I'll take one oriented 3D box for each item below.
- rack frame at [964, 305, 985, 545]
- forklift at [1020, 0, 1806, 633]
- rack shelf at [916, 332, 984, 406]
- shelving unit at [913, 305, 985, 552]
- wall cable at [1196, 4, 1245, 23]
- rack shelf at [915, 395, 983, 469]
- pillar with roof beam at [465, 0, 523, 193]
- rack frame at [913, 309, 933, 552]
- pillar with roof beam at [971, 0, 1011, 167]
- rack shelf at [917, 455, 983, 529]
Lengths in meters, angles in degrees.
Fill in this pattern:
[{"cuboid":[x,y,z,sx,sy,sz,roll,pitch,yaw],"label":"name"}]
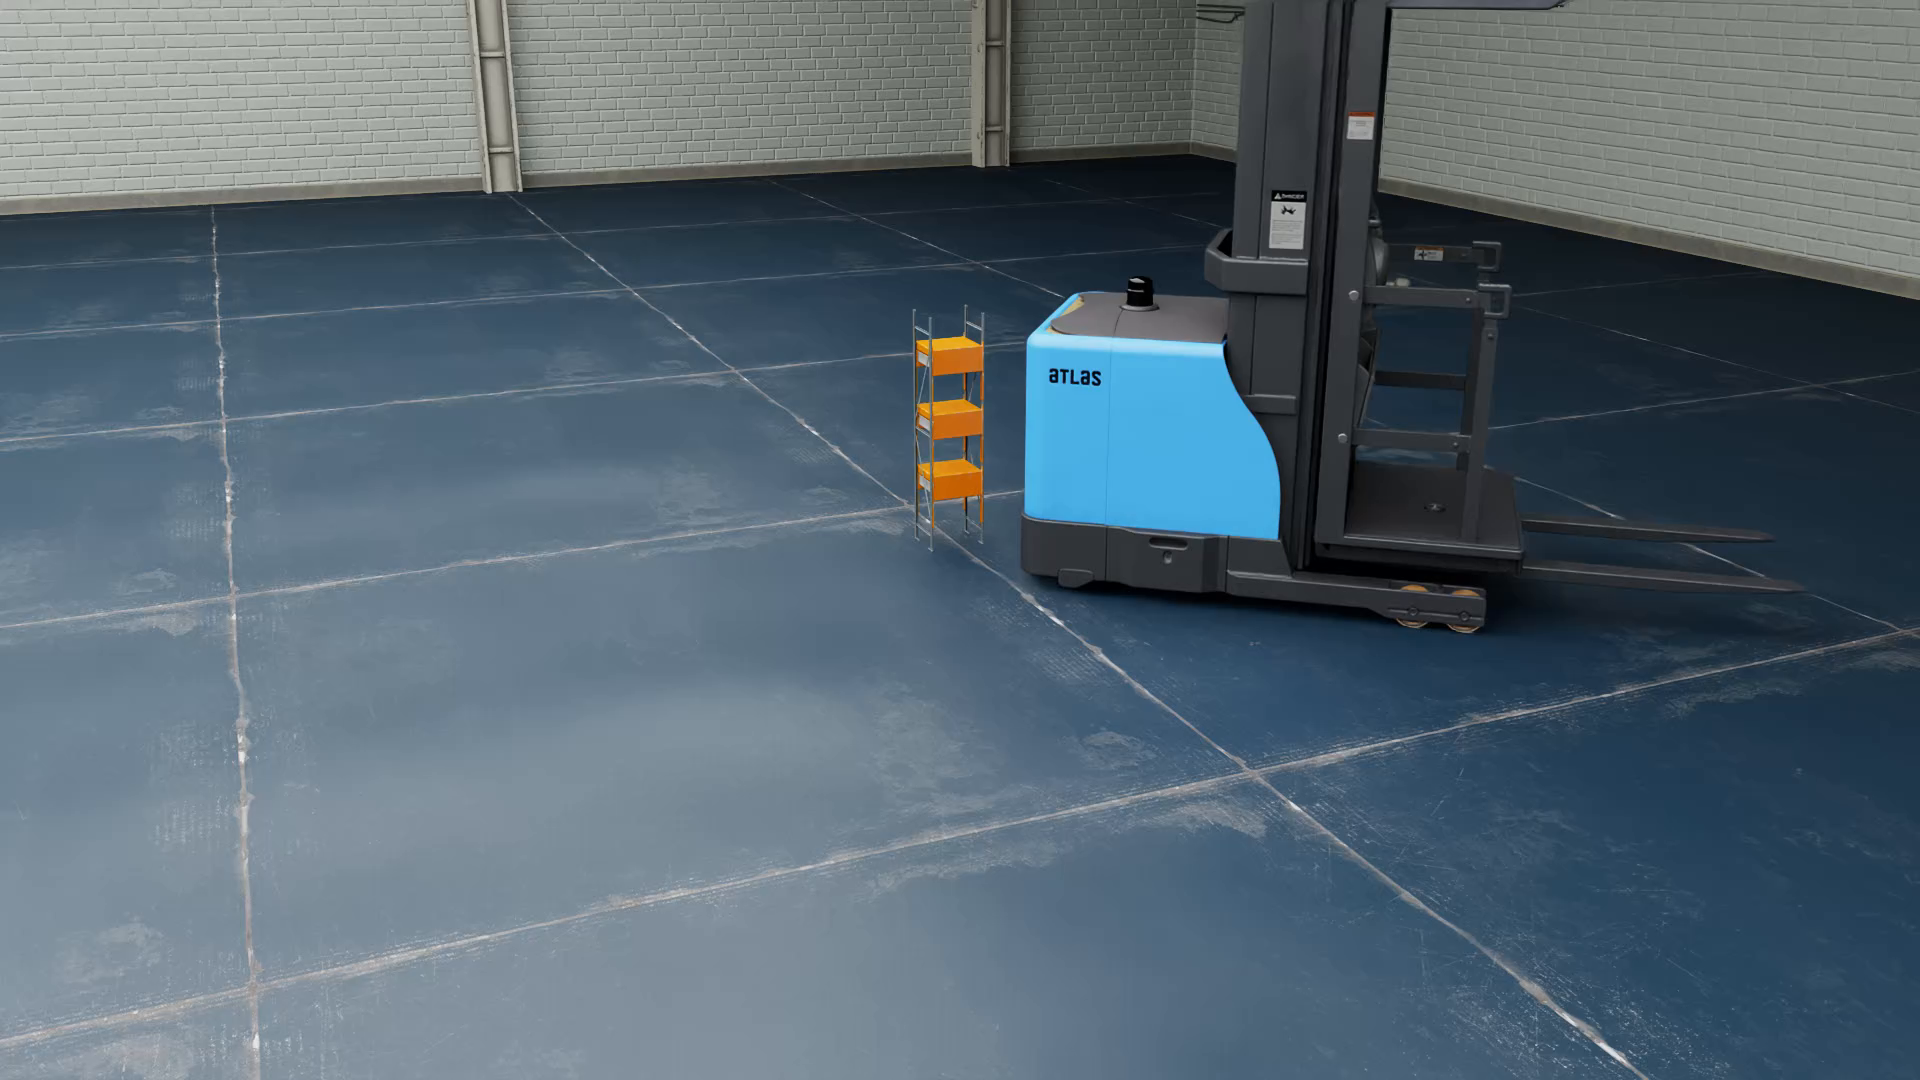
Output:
[{"cuboid":[0.063,-0.504,7.373,0.008,1.050,0.200,-8,21,-22],"label":"rack frame"},{"cuboid":[1.829,-1.215,6.560,3.031,2.935,1.130,5,20,14],"label":"forklift"},{"cuboid":[-0.049,-0.746,7.237,0.240,0.259,0.215,-8,21,-22],"label":"rack shelf"},{"cuboid":[-0.049,-0.488,7.328,0.252,1.050,0.215,-8,21,-22],"label":"shelving unit"},{"cuboid":[3.612,-7.472,19.870,0.112,2.526,3.097,-8,21,-22],"label":"wall cable"},{"cuboid":[-0.049,-0.478,7.331,0.240,0.259,0.215,-8,21,-22],"label":"rack shelf"},{"cuboid":[-3.420,-6.851,13.429,0.400,9.000,9.100,-8,21,-22],"label":"pillar with roof beam"},{"cuboid":[-0.161,-0.472,7.282,0.008,1.050,0.200,-8,21,-22],"label":"rack frame"},{"cuboid":[2.089,-7.640,15.670,0.400,9.000,9.100,-8,21,-22],"label":"pillar with roof beam"},{"cuboid":[-0.049,-0.216,7.423,0.240,0.259,0.215,-8,21,-22],"label":"rack shelf"}]
